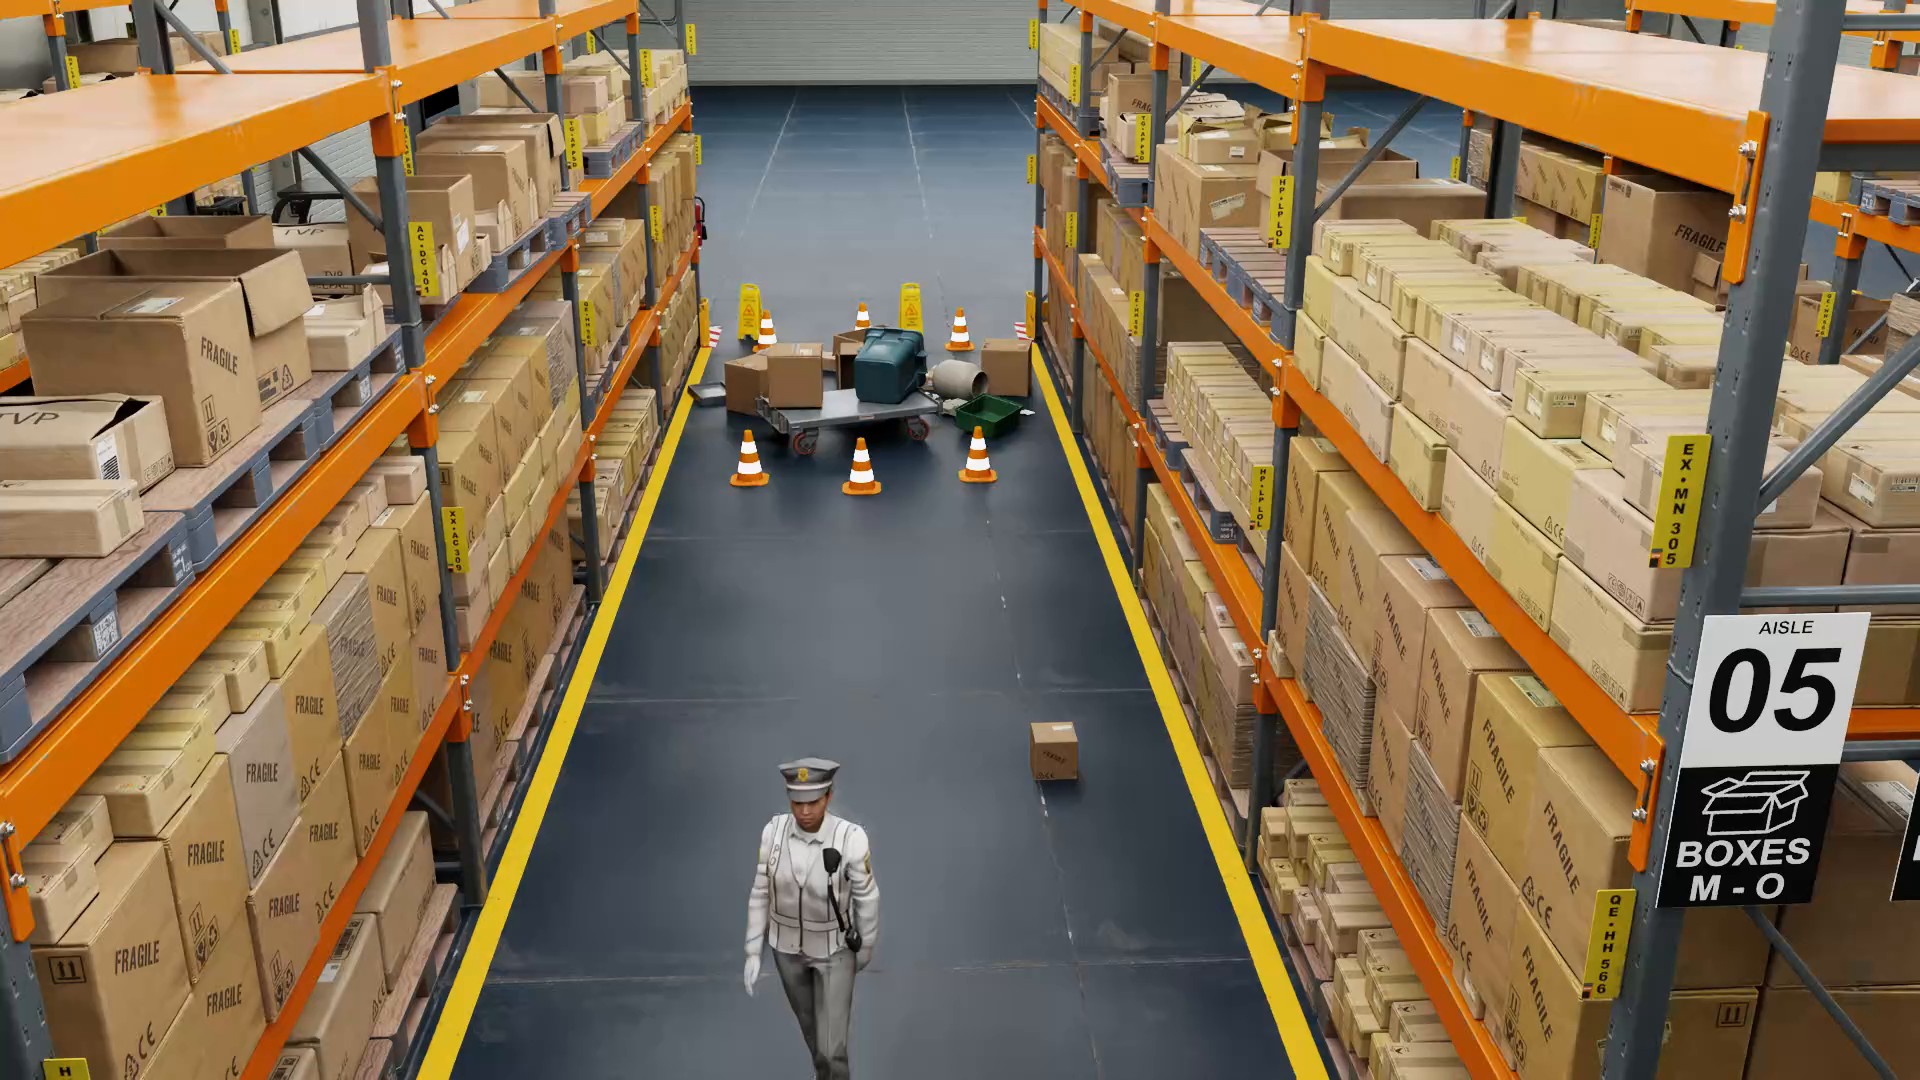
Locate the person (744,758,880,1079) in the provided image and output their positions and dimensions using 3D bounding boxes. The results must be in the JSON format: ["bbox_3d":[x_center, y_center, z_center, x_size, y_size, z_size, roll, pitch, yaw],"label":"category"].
[{"bbox_3d":[-0.595,1.671,6.621,0.501,1.754,0.588,5,21,14],"label":"person"}]
